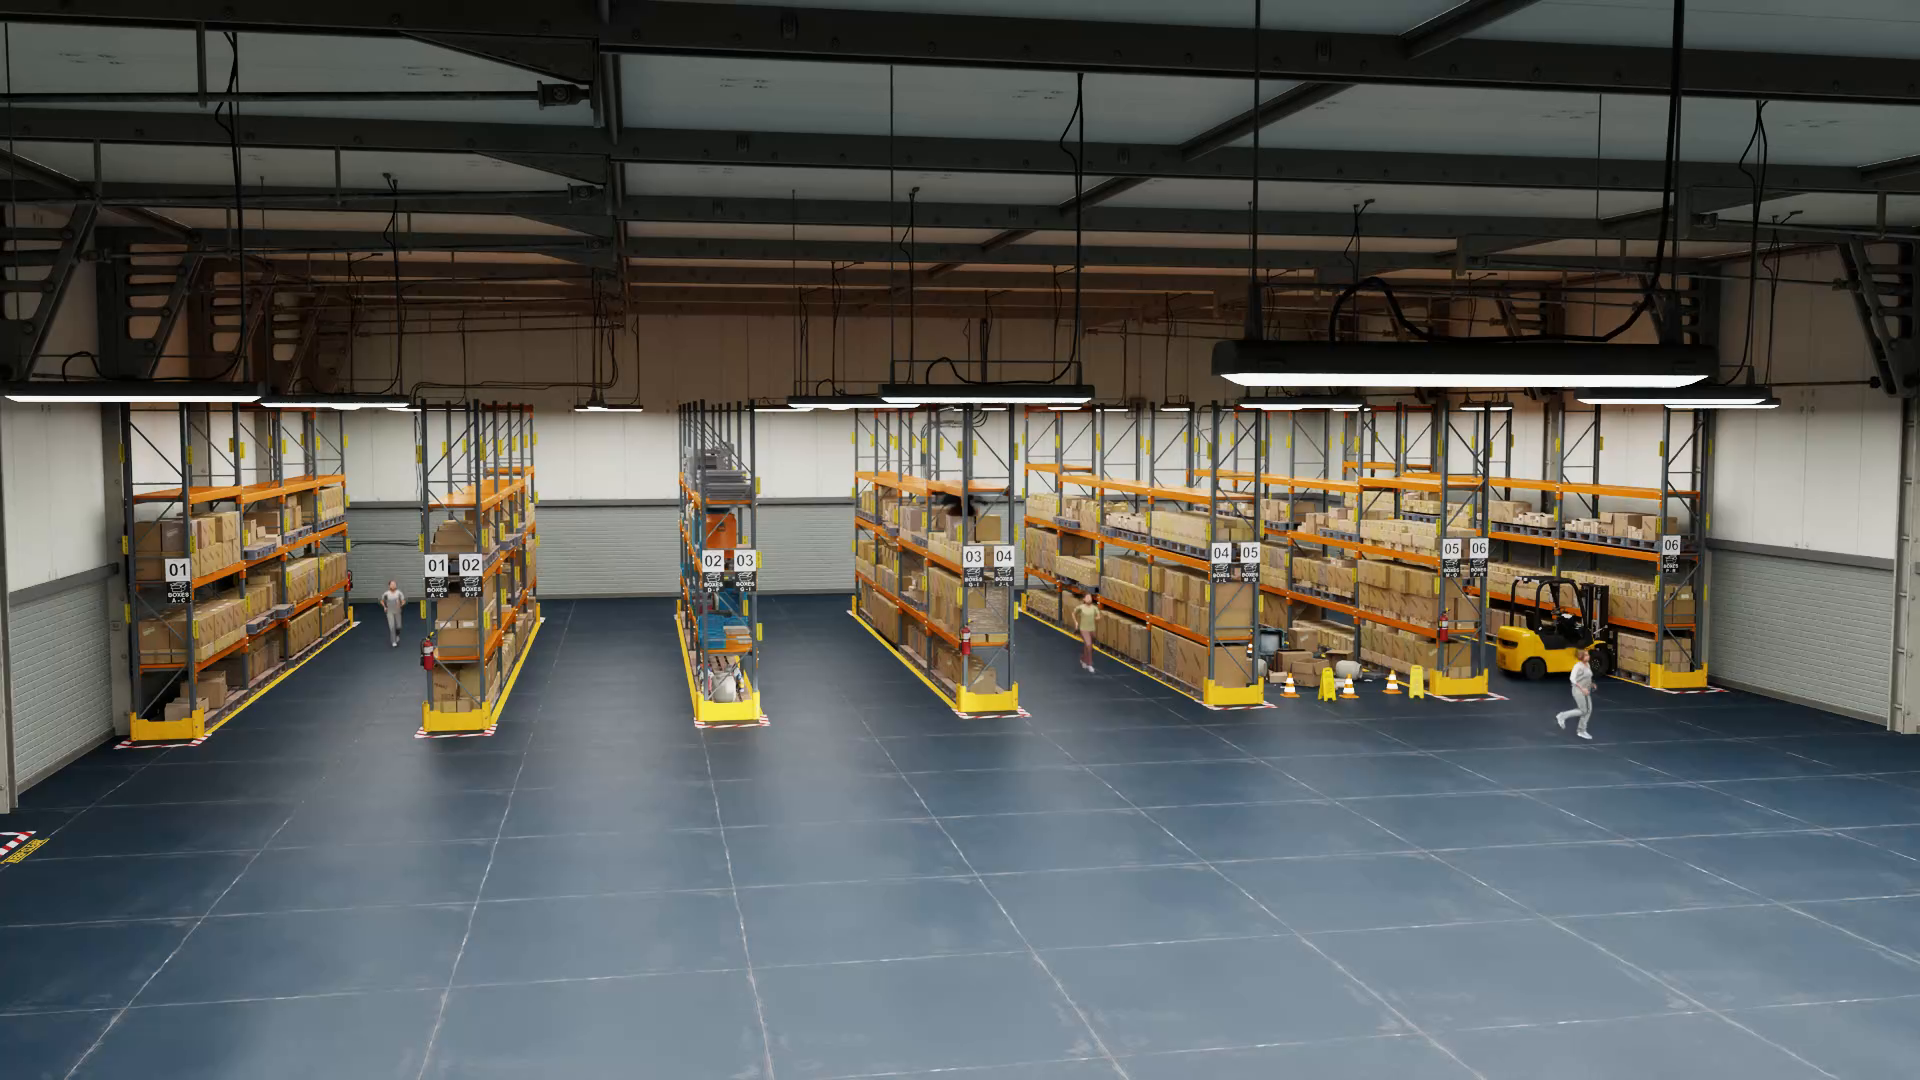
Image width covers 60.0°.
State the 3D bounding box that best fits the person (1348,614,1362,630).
[{"bbox_3d":[10.122,1.641,42.522,0.668,1.704,0.925,-1,5,-18],"label":"person"}]

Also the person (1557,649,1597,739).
[{"bbox_3d":[11.002,2.722,29.601,0.539,1.579,0.614,-4,6,-42],"label":"person"}]

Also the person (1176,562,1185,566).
[{"bbox_3d":[6.809,1.067,50.800,0.891,1.697,0.638,0,4,-2],"label":"person"}]

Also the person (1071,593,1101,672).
[{"bbox_3d":[2.743,1.962,35.707,0.568,1.673,0.924,-2,5,-20],"label":"person"}]

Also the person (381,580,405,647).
[{"bbox_3d":[-14.029,1.804,41.148,0.568,1.624,0.707,-2,5,-22],"label":"person"}]
